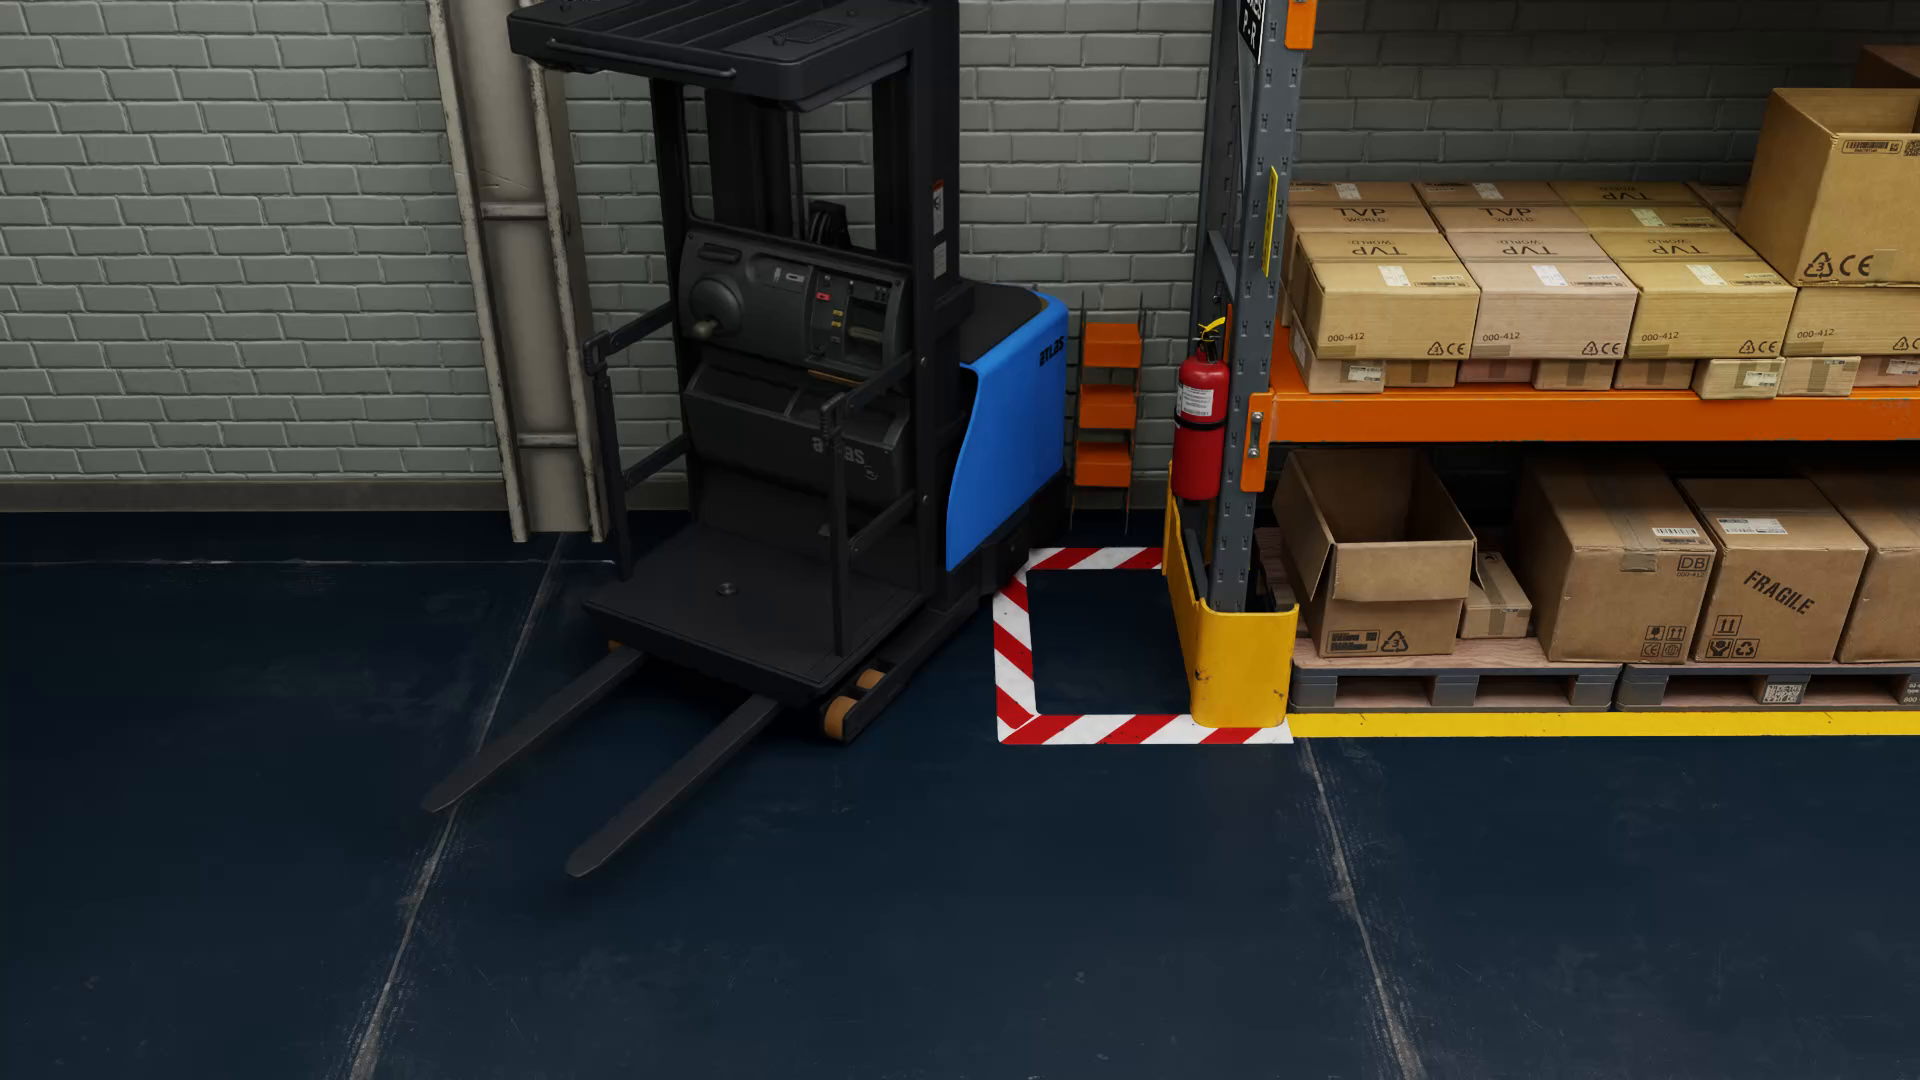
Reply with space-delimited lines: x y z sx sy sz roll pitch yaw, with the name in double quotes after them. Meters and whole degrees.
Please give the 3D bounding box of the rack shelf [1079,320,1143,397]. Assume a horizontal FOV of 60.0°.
0.627 -0.765 6.964 0.240 0.259 0.215 2 31 0 "rack shelf"

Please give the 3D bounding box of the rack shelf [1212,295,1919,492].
2.953 -0.594 6.030 4.000 0.370 1.077 0 31 0 "rack shelf"

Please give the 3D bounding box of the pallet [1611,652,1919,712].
3.044 0.292 6.566 1.213 0.211 1.003 0 31 0 "pallet"

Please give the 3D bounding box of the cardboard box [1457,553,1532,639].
1.991 0.210 6.355 0.250 0.149 0.380 -1 31 -2 "cardboard box"

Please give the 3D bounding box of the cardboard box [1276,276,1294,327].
1.283 -0.928 6.130 0.250 0.149 0.380 -1 31 -1 "cardboard box"

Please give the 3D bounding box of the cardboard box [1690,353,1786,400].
2.572 -0.625 5.630 0.250 0.149 0.380 -1 31 -2 "cardboard box"

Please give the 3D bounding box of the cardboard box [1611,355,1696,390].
2.319 -0.663 5.693 0.250 0.149 0.380 0 31 0 "cardboard box"

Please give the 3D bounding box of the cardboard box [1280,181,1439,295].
1.412 -1.097 6.024 0.500 0.250 0.500 1 31 1 "cardboard box"

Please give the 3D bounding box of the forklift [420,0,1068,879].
-0.710 -0.791 5.728 1.130 2.935 3.031 17 35 25 "forklift"

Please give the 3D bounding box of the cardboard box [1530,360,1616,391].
2.054 -0.659 5.686 0.250 0.149 0.380 1 31 1 "cardboard box"

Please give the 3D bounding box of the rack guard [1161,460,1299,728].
1.029 0.173 6.482 0.348 0.500 1.175 0 31 0 "rack guard"

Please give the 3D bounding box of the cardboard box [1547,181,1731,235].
2.423 -1.097 6.024 0.500 0.250 0.500 1 31 1 "cardboard box"

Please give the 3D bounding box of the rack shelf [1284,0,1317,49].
2.953 -1.876 5.252 4.000 0.370 1.077 0 31 0 "rack shelf"

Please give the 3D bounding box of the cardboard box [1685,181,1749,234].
2.945 -1.099 6.027 0.500 0.250 0.500 0 31 0 "cardboard box"

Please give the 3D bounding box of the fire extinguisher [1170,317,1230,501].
0.809 -0.462 5.554 0.183 0.674 0.296 0 31 0 "fire extinguisher"

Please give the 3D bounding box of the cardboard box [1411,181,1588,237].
1.927 -1.098 6.026 0.500 0.250 0.500 0 31 0 "cardboard box"

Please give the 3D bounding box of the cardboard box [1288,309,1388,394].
1.284 -0.646 5.666 0.250 0.149 0.380 0 31 -1 "cardboard box"

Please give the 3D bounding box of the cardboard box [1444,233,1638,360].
1.913 -0.821 5.570 0.500 0.250 0.500 0 31 0 "cardboard box"

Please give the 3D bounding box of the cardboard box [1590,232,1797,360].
2.420 -0.825 5.575 0.500 0.250 0.500 -1 31 -1 "cardboard box"

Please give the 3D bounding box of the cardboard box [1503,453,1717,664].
2.421 0.059 6.266 0.500 0.500 0.700 1 31 2 "cardboard box"

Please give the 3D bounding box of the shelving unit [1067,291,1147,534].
0.620 -0.530 7.103 0.252 1.050 0.215 2 31 0 "shelving unit"

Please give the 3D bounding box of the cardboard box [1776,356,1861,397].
2.835 -0.636 5.649 0.250 0.149 0.380 1 31 1 "cardboard box"

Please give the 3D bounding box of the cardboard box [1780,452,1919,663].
3.459 0.056 6.271 0.500 0.500 0.700 -1 31 -2 "cardboard box"

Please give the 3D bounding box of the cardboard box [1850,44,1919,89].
3.463 -1.424 5.841 0.500 0.500 0.500 -1 31 -2 "cardboard box"

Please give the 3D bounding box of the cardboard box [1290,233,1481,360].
1.409 -0.820 5.567 0.500 0.250 0.500 0 31 0 "cardboard box"

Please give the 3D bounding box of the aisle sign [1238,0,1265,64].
0.887 -1.854 4.908 0.004 0.787 0.394 0 31 0 "aisle sign"

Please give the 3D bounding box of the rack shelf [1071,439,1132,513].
0.613 -0.282 7.250 0.240 0.259 0.215 2 31 0 "rack shelf"

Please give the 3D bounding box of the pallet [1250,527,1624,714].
1.827 0.294 6.562 1.213 0.211 1.003 0 31 0 "pallet"

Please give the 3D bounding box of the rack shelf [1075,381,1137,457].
0.620 -0.521 7.109 0.240 0.259 0.215 2 31 0 "rack shelf"

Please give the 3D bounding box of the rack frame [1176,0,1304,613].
0.953 -0.895 5.833 0.127 3.000 1.000 0 31 0 "rack frame"

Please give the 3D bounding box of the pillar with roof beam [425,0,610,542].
-1.722 -1.686 1.353 0.400 9.000 9.100 0 31 0 "pillar with roof beam"

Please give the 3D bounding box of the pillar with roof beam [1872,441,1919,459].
4.278 -1.705 1.384 0.400 9.000 9.100 0 31 0 "pillar with roof beam"

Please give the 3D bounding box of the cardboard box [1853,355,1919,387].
3.093 -0.672 5.709 0.250 0.149 0.380 0 31 0 "cardboard box"

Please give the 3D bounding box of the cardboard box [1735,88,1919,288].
2.909 -1.145 5.381 0.500 0.500 0.500 1 31 1 "cardboard box"

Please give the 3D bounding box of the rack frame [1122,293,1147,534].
0.742 -0.527 7.104 0.008 1.050 0.200 2 31 0 "rack frame"

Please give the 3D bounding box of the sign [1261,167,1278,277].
0.957 -0.984 5.145 0.005 0.325 0.100 0 31 0 "sign"

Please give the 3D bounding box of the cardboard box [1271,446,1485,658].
1.566 0.040 6.294 0.637 0.503 0.797 -1 31 -2 "cardboard box"

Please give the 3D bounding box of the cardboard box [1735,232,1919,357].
2.931 -0.837 5.596 0.500 0.250 0.500 -1 31 -2 "cardboard box"

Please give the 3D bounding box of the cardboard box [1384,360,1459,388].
1.538 -0.671 5.706 0.250 0.149 0.380 1 31 1 "cardboard box"

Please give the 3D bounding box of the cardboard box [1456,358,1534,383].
1.800 -0.690 5.738 0.250 0.149 0.380 -1 31 -1 "cardboard box"

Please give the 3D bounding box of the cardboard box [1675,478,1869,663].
2.950 0.109 6.183 0.500 0.500 0.500 0 31 1 "cardboard box"

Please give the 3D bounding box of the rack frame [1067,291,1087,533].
0.498 -0.533 7.103 0.008 1.050 0.200 2 31 0 "rack frame"
